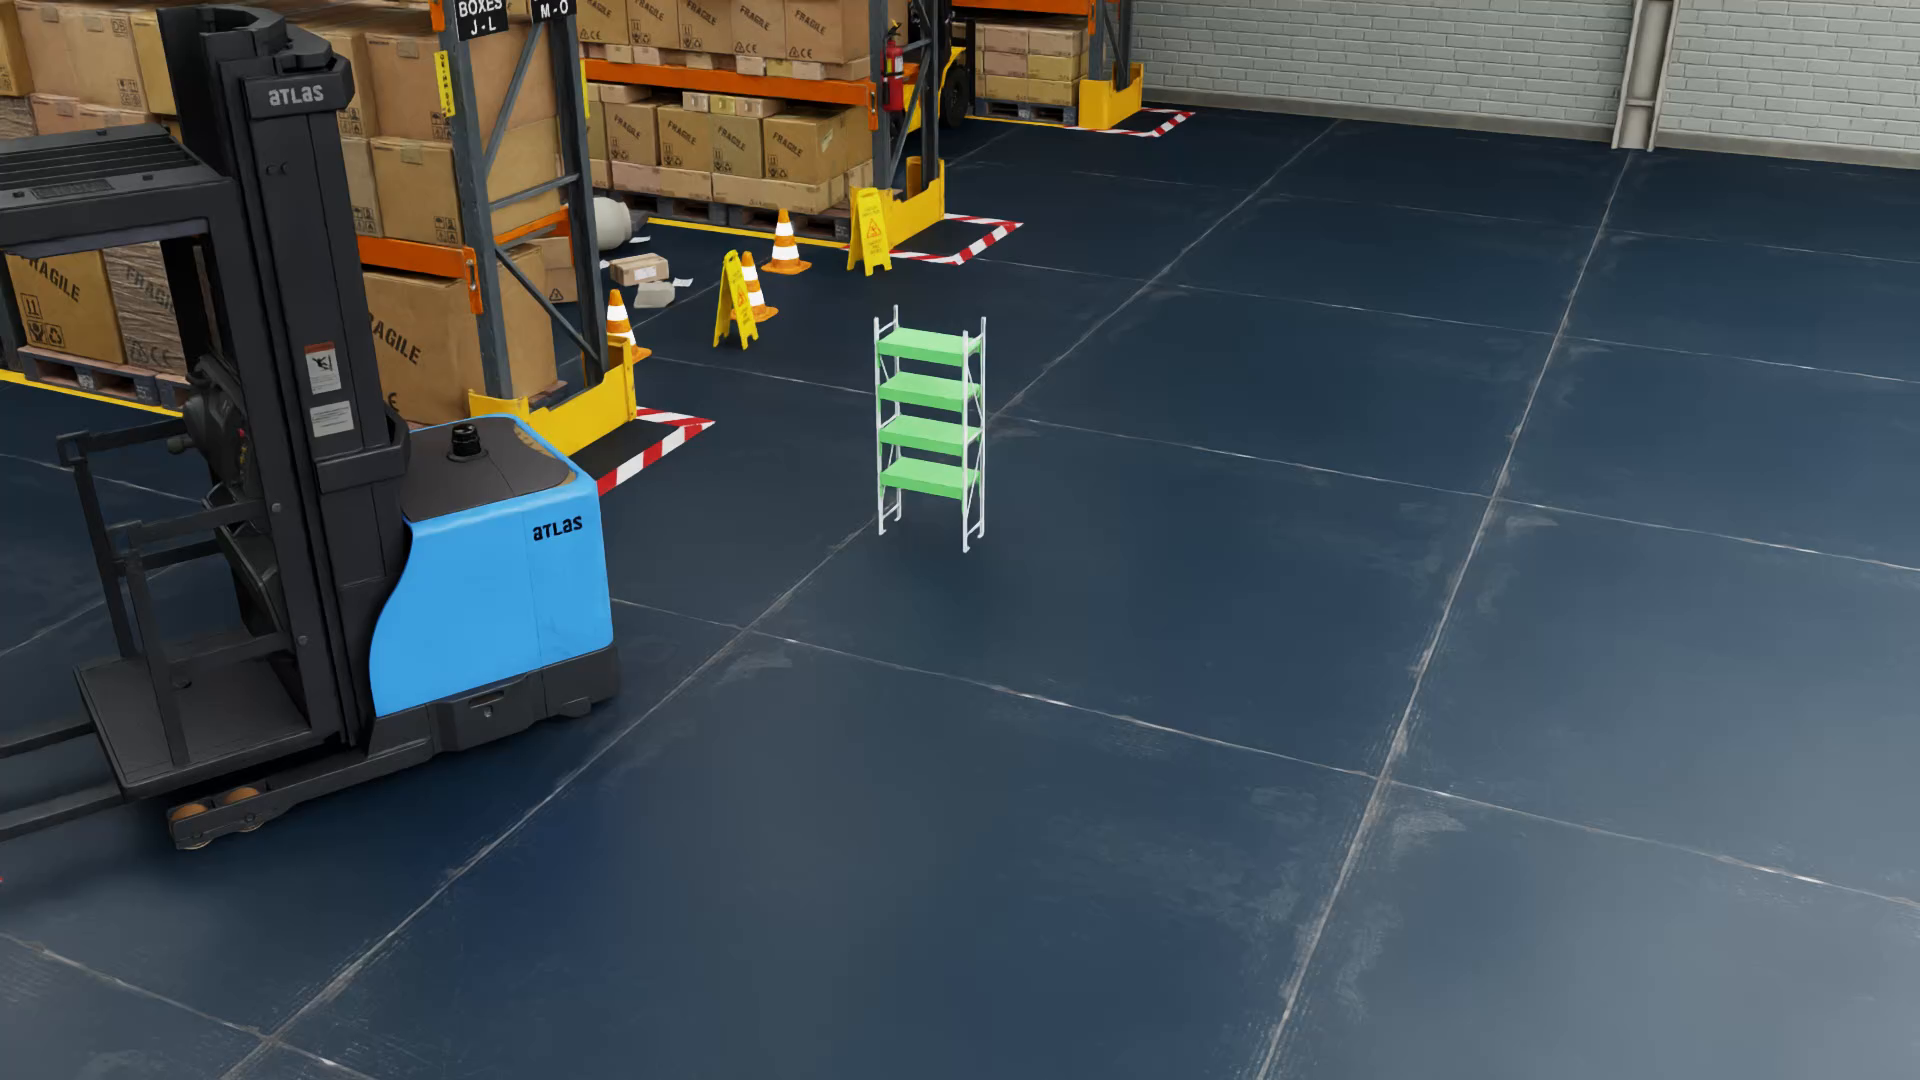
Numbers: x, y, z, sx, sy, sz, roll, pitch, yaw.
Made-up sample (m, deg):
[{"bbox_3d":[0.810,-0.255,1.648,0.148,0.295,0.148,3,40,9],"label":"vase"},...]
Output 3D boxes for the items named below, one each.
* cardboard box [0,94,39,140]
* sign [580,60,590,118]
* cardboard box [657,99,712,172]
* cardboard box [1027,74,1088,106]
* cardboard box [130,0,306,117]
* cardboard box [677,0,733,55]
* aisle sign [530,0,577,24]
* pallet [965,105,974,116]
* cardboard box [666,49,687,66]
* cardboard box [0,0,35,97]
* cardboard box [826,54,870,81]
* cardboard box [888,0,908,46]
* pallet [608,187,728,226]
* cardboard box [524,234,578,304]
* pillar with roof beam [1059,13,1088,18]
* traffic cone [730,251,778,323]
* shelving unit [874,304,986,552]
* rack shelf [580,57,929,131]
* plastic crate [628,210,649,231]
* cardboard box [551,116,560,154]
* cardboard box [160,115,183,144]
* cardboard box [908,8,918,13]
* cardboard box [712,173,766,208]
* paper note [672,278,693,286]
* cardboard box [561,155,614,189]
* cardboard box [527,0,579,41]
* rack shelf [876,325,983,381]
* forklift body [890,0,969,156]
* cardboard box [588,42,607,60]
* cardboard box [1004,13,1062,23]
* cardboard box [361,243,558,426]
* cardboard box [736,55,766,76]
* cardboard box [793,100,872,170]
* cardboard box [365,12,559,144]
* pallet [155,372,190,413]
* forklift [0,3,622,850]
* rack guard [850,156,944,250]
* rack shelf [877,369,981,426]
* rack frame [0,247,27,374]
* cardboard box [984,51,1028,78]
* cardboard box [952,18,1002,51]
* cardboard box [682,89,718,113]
[{"bbox_3d":[-5.700,-2.662,10.591,0.550,0.550,0.875,11,28,22],"label":"cardboard box"},{"bbox_3d":[-2.165,-2.572,9.508,0.005,0.325,0.100,11,28,22],"label":"sign"},{"bbox_3d":[-2.213,-3.457,14.164,0.500,0.500,0.500,11,28,21],"label":"cardboard box"},{"bbox_3d":[1.050,-4.845,17.832,0.500,0.250,0.500,12,28,22],"label":"cardboard box"},{"bbox_3d":[-4.250,-2.826,9.702,0.500,0.550,0.875,11,28,22],"label":"cardboard box"},{"bbox_3d":[-1.959,-4.288,13.613,0.500,0.500,0.500,11,28,22],"label":"cardboard box"},{"bbox_3d":[-2.211,-3.200,8.910,0.004,0.787,0.394,11,28,22],"label":"aisle sign"},{"bbox_3d":[-0.212,-5.027,18.721,1.213,0.211,1.003,11,28,22],"label":"pallet"},{"bbox_3d":[-2.255,-4.092,13.949,0.250,0.149,0.380,11,28,22],"label":"cardboard box"},{"bbox_3d":[-5.719,-3.128,10.314,0.550,0.550,0.875,11,28,22],"label":"cardboard box"},{"bbox_3d":[-0.872,-3.804,13.366,0.250,0.149,0.380,12,29,24],"label":"cardboard box"},{"bbox_3d":[-0.759,-4.311,13.661,0.500,0.500,0.500,11,28,21],"label":"cardboard box"},{"bbox_3d":[-2.343,-3.084,14.775,1.213,0.211,1.003,11,28,22],"label":"pallet"},{"bbox_3d":[-3.090,-2.118,12.482,0.637,0.503,0.797,-7,27,-14],"label":"cardboard box"},{"bbox_3d":[-0.434,-7.381,13.555,0.400,9.000,9.100,11,28,22],"label":"pillar with roof beam"},{"bbox_3d":[-1.518,-1.848,11.980,0.334,0.463,0.336,11,28,22],"label":"traffic cone"},{"bbox_3d":[-0.151,-0.569,8.546,0.503,1.200,0.258,11,28,22],"label":"shelving unit"},{"bbox_3d":[-2.263,-3.978,14.248,4.000,0.370,1.077,11,28,22],"label":"rack shelf"},{"bbox_3d":[-2.994,-2.739,14.224,0.583,0.080,0.402,2,26,4],"label":"plastic crate"},{"bbox_3d":[-3.659,-3.741,14.741,0.500,0.500,0.500,13,29,24],"label":"cardboard box"},{"bbox_3d":[-4.223,-2.368,9.993,0.500,0.550,0.875,11,28,22],"label":"cardboard box"},{"bbox_3d":[-0.582,-5.869,18.781,0.500,0.250,0.500,12,28,22],"label":"cardboard box"},{"bbox_3d":[-1.758,-3.027,14.140,0.500,0.250,0.500,11,28,22],"label":"cardboard box"},{"bbox_3d":[-2.127,-1.975,12.727,0.142,0.019,0.148,2,26,4],"label":"paper note"},{"bbox_3d":[-3.168,-3.311,14.717,0.500,0.250,0.500,13,29,25],"label":"cardboard box"},{"bbox_3d":[-3.332,-4.569,14.185,0.500,0.500,0.500,11,28,22],"label":"cardboard box"},{"bbox_3d":[-0.151,-0.942,8.363,0.480,0.148,0.258,11,28,22],"label":"rack shelf"},{"bbox_3d":[-0.873,-5.164,16.803,1.214,2.155,2.313,11,28,22],"label":"forklift body"},{"bbox_3d":[-2.958,-4.210,14.189,0.250,0.149,0.380,11,28,22],"label":"cardboard box"},{"bbox_3d":[0.793,-5.588,18.210,0.500,0.250,0.500,11,28,22],"label":"cardboard box"},{"bbox_3d":[-3.044,-1.258,9.840,0.875,0.875,0.875,12,28,22],"label":"cardboard box"},{"bbox_3d":[-1.620,-3.896,13.553,0.250,0.149,0.380,12,29,23],"label":"cardboard box"},{"bbox_3d":[-1.084,-3.489,14.229,0.500,0.500,0.500,10,28,20],"label":"cardboard box"},{"bbox_3d":[-2.722,-2.561,9.164,0.550,0.550,0.875,11,28,22],"label":"cardboard box"},{"bbox_3d":[-4.267,-1.013,10.569,1.213,0.211,1.003,11,28,22],"label":"pallet"},{"bbox_3d":[-2.982,-0.400,6.244,3.031,2.935,1.130,-17,31,-31],"label":"forklift"},{"bbox_3d":[-0.512,-2.827,13.926,0.348,0.500,1.175,11,28,22],"label":"rack guard"},{"bbox_3d":[-0.151,-0.727,8.469,0.480,0.148,0.258,11,28,22],"label":"rack shelf"},{"bbox_3d":[-6.041,-2.657,10.751,0.127,3.000,1.000,11,28,22],"label":"rack frame"},{"bbox_3d":[0.584,-5.170,17.926,0.500,0.250,0.500,11,28,21],"label":"cardboard box"},{"bbox_3d":[0.130,-5.473,17.975,0.500,0.250,0.500,12,29,22],"label":"cardboard box"},{"bbox_3d":[-2.109,-3.695,13.913,0.250,0.149,0.380,13,29,24],"label":"cardboard box"}]
